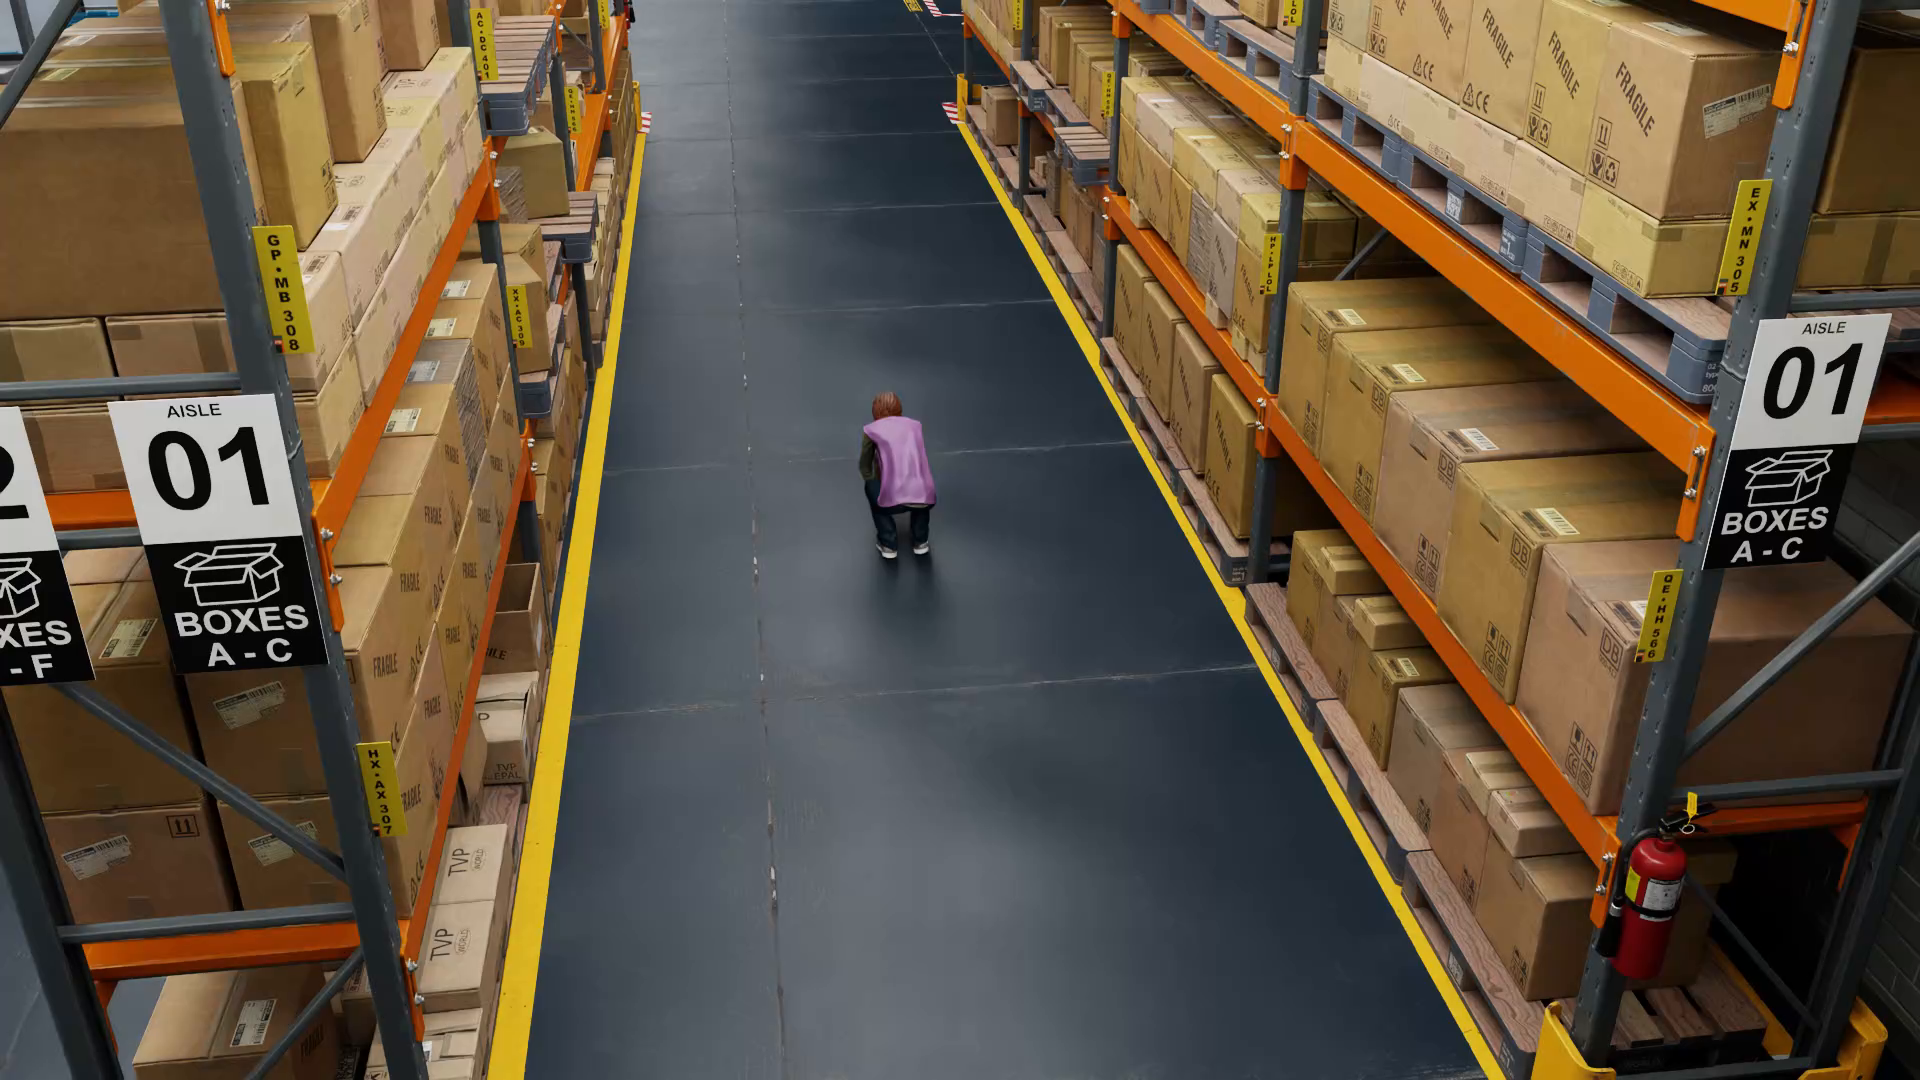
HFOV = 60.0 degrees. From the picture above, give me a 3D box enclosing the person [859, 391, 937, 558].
[{"bbox_3d":[-0.377,-0.384,10.123,0.442,0.902,0.806,-4,28,-7],"label":"person"}]
